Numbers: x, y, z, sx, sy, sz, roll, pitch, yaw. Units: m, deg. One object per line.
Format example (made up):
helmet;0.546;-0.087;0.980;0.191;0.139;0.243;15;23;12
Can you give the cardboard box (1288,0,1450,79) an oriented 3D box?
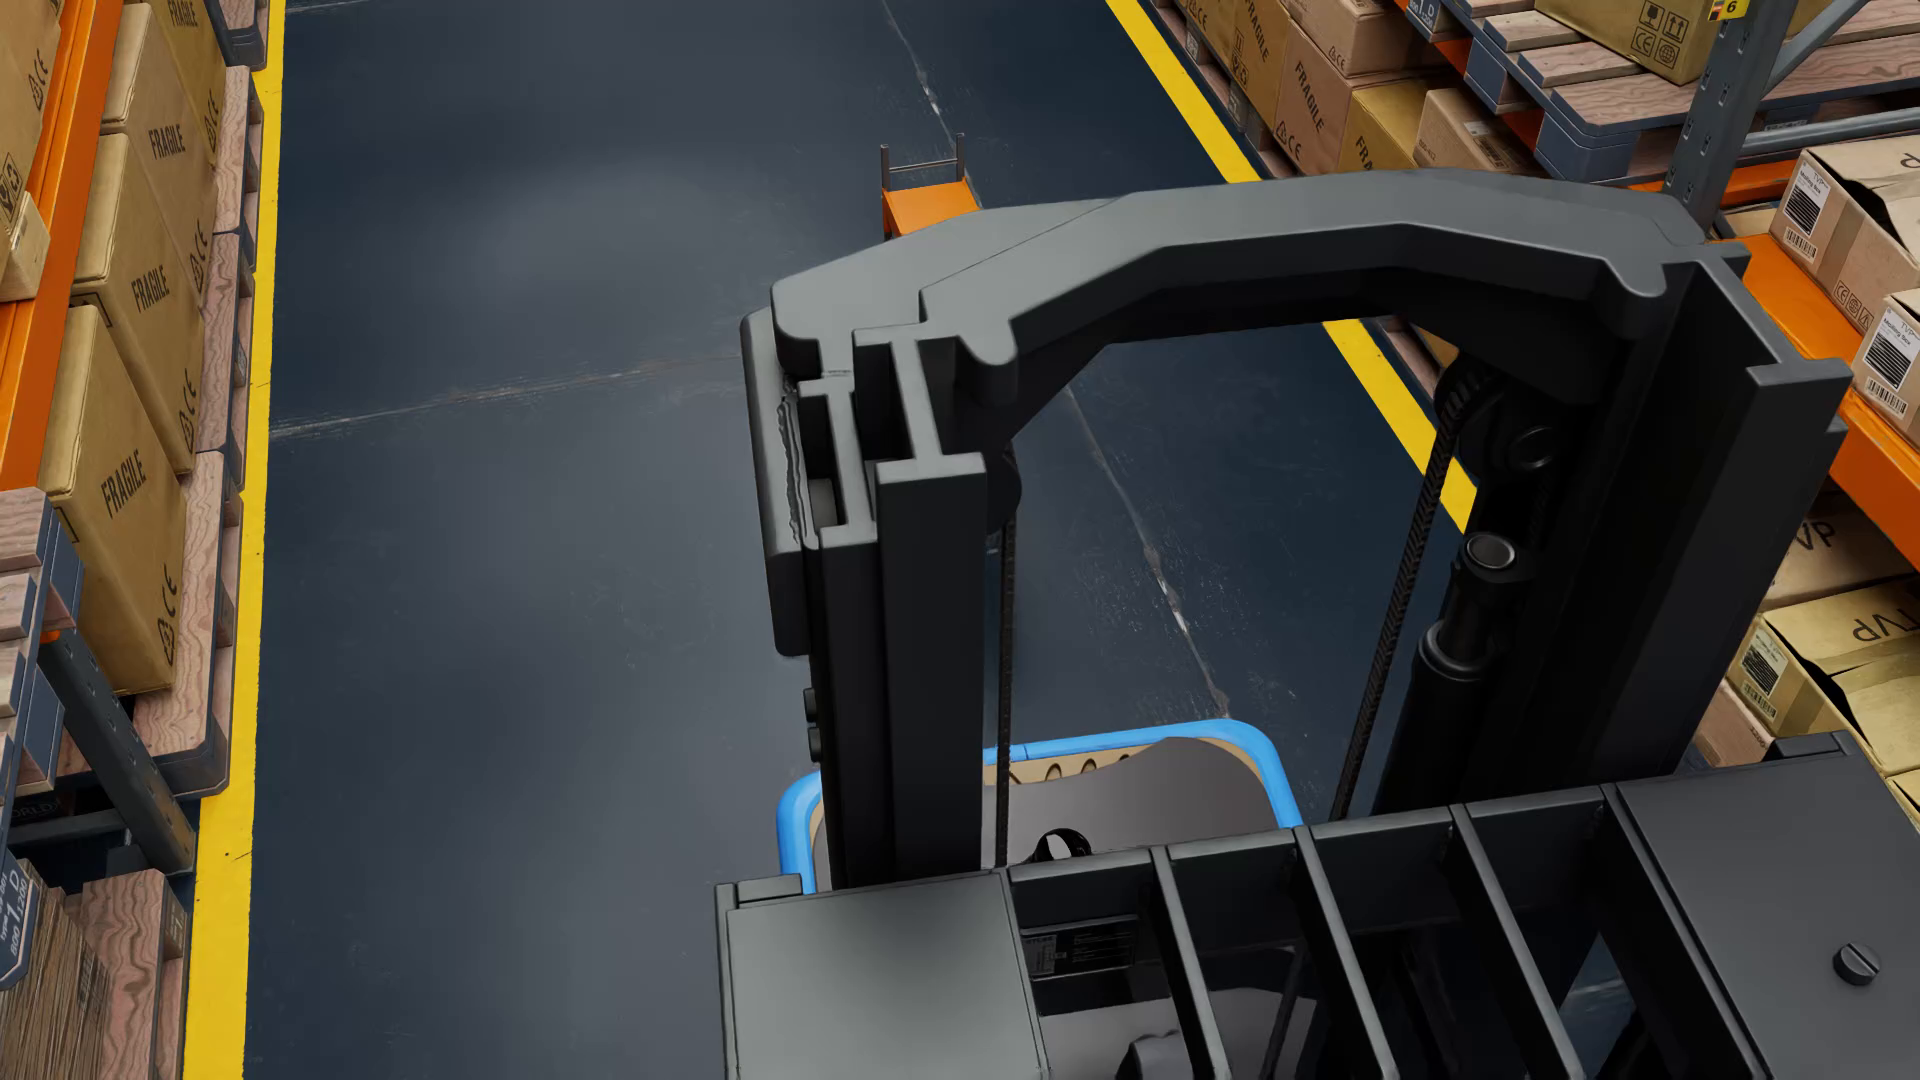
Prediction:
cardboard box;1.518;-1.918;5.946;0.500;0.250;0.500;-12;47;-11

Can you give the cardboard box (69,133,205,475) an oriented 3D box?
cardboard box;-2.798;-0.653;5.001;0.750;0.750;0.750;-11;47;-11

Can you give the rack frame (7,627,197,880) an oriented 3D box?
rack frame;-2.519;-0.121;3.269;1.000;3.000;0.127;-11;47;-10

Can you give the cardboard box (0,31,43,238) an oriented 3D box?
cardboard box;-2.521;-1.013;3.850;0.500;0.500;0.500;-9;46;-9

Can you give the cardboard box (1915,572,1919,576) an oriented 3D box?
cardboard box;2.641;-0.094;4.480;0.500;0.311;0.500;-10;46;-9

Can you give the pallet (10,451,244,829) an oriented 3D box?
pallet;-2.648;0.297;4.811;1.003;0.211;1.213;-11;47;-10

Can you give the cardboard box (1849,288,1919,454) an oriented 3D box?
cardboard box;2.311;-0.345;3.551;0.500;0.311;0.500;-11;47;-11

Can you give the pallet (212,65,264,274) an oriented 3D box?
pallet;-3.272;-1.388;6.462;1.003;0.211;1.213;-11;47;-10

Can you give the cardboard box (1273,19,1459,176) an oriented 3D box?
cardboard box;1.530;-1.630;6.189;0.500;0.500;0.500;-12;47;-12

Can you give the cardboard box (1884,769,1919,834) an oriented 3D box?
cardboard box;2.390;0.719;3.684;0.500;0.311;0.500;-12;47;-11

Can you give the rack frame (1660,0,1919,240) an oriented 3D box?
rack frame;2.269;-1.030;4.159;1.000;3.000;0.127;-11;47;-10

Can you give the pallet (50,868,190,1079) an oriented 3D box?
pallet;-2.320;1.395;3.735;1.003;0.211;1.213;-11;47;-10

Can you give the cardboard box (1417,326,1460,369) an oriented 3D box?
cardboard box;1.803;-0.911;5.485;0.500;0.500;0.500;-9;46;-9

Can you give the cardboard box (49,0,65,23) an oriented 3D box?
cardboard box;-2.788;-1.714;4.537;0.500;0.500;0.500;-10;46;-9

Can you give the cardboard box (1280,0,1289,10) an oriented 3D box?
cardboard box;1.389;-2.264;6.285;0.500;0.250;0.500;-11;47;-10

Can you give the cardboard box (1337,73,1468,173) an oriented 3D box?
cardboard box;1.670;-1.269;5.835;0.500;0.500;0.500;-12;47;-12

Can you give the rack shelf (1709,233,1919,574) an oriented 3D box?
rack shelf;2.781;0.603;3.062;1.077;0.370;4.000;-11;47;-10

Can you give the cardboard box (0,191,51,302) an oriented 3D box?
cardboard box;-2.421;-0.684;3.982;0.380;0.149;0.250;-9;46;-9

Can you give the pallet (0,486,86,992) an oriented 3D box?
pallet;-2.233;0.418;2.874;1.213;0.211;1.003;-11;47;-10

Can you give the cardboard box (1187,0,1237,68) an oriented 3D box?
cardboard box;1.281;-2.325;6.871;0.500;0.500;0.500;-10;46;-10

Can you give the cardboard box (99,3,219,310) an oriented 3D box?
cardboard box;-3.020;-1.239;5.575;0.750;0.750;0.750;-9;46;-9

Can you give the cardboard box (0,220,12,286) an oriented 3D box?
cardboard box;-2.396;-0.649;3.494;0.500;0.500;0.500;-9;46;-9

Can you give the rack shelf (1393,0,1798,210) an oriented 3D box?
rack shelf;1.757;-2.159;5.769;1.077;0.370;4.000;-11;47;-10

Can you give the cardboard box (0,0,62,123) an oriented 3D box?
cardboard box;-2.647;-1.356;4.186;0.500;0.500;0.500;-11;47;-10

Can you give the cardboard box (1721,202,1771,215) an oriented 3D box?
cardboard box;2.289;-1.036;5.607;0.500;0.500;0.500;-12;47;-12

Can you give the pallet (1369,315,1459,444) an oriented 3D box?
pallet;2.114;-0.576;5.667;1.003;0.211;1.213;-11;47;-10

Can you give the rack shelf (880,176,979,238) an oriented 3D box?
rack shelf;-0.042;-0.809;4.653;0.258;0.148;0.480;-11;47;-10

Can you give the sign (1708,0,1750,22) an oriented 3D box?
sign;1.747;-1.301;3.670;0.100;0.325;0.005;-11;47;-10

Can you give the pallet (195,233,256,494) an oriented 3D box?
pallet;-2.956;-0.544;5.635;1.003;0.211;1.213;-11;47;-10

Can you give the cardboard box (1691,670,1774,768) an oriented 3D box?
cardboard box;2.249;0.548;4.244;0.500;0.250;0.500;-12;47;-11

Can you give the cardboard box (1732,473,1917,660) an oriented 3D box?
cardboard box;2.119;0.005;4.384;0.500;0.311;0.500;-9;46;-9

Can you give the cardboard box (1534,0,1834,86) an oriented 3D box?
cardboard box;1.999;-1.626;4.379;0.700;0.500;0.500;-26;51;-23

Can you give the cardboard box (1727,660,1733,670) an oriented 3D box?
cardboard box;2.119;0.201;4.584;0.500;0.250;0.500;-11;47;-10

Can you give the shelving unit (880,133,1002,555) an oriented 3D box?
shelving unit;-0.042;-0.534;4.933;0.258;1.200;0.503;-11;47;-10

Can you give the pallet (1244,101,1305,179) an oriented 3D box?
pallet;1.806;-1.417;6.491;1.003;0.211;1.213;-11;47;-10

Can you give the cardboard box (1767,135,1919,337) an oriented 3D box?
cardboard box;2.320;-0.739;3.937;0.500;0.311;0.500;-8;46;-8

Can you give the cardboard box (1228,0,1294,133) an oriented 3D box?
cardboard box;1.401;-1.979;6.531;0.500;0.500;0.500;-10;46;-10

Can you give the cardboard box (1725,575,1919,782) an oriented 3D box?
cardboard box;2.262;0.366;4.030;0.500;0.311;0.500;-12;47;-11

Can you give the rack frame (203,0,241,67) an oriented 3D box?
rack frame;-3.543;-2.883;5.975;1.000;3.000;0.127;-11;47;-10

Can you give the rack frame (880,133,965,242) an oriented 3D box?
rack frame;-0.105;-0.703;5.099;0.240;1.200;0.015;-11;47;-10

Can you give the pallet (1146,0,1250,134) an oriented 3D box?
pallet;1.490;-2.260;7.318;1.003;0.211;1.213;-11;47;-10

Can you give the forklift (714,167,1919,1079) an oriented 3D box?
forklift;0.365;1.176;2.045;1.130;2.935;3.031;-7;46;-6

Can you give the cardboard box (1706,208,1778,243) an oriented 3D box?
cardboard box;2.429;-0.675;5.254;0.500;0.500;0.500;-9;46;-9

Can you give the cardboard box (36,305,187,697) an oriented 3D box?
cardboard box;-2.580;-0.047;4.407;0.750;0.750;0.750;-11;47;-11

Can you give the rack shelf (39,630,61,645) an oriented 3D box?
rack shelf;-2.007;1.511;2.172;1.077;0.370;4.000;-11;47;-10

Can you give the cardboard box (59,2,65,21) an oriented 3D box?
cardboard box;-2.843;-1.550;4.830;0.380;0.149;0.250;-9;46;-9

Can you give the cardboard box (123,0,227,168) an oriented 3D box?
cardboard box;-3.251;-1.852;6.176;0.750;0.750;0.750;-10;46;-10

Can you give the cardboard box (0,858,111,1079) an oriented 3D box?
cardboard box;-2.284;1.087;3.526;0.700;0.500;0.500;-10;46;-10

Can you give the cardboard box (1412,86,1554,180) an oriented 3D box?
cardboard box;1.784;-1.212;5.255;0.500;0.250;0.500;-9;46;-9

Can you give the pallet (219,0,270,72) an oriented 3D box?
pallet;-3.662;-2.446;7.499;1.003;0.211;1.213;-11;47;-10

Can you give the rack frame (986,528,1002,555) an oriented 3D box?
rack frame;0.020;-0.366;4.768;0.240;1.200;0.015;-11;47;-10

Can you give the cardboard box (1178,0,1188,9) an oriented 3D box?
cardboard box;1.133;-2.692;7.230;0.500;0.500;0.500;-13;47;-12

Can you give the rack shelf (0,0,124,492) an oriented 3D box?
rack shelf;-3.031;-1.250;4.879;1.077;0.370;4.000;-11;47;-10

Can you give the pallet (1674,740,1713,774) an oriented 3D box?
pallet;2.442;0.522;4.591;1.003;0.211;1.213;-11;47;-10

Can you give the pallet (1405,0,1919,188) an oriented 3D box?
pallet;2.028;-1.418;4.673;1.213;0.211;1.003;-11;47;-10
